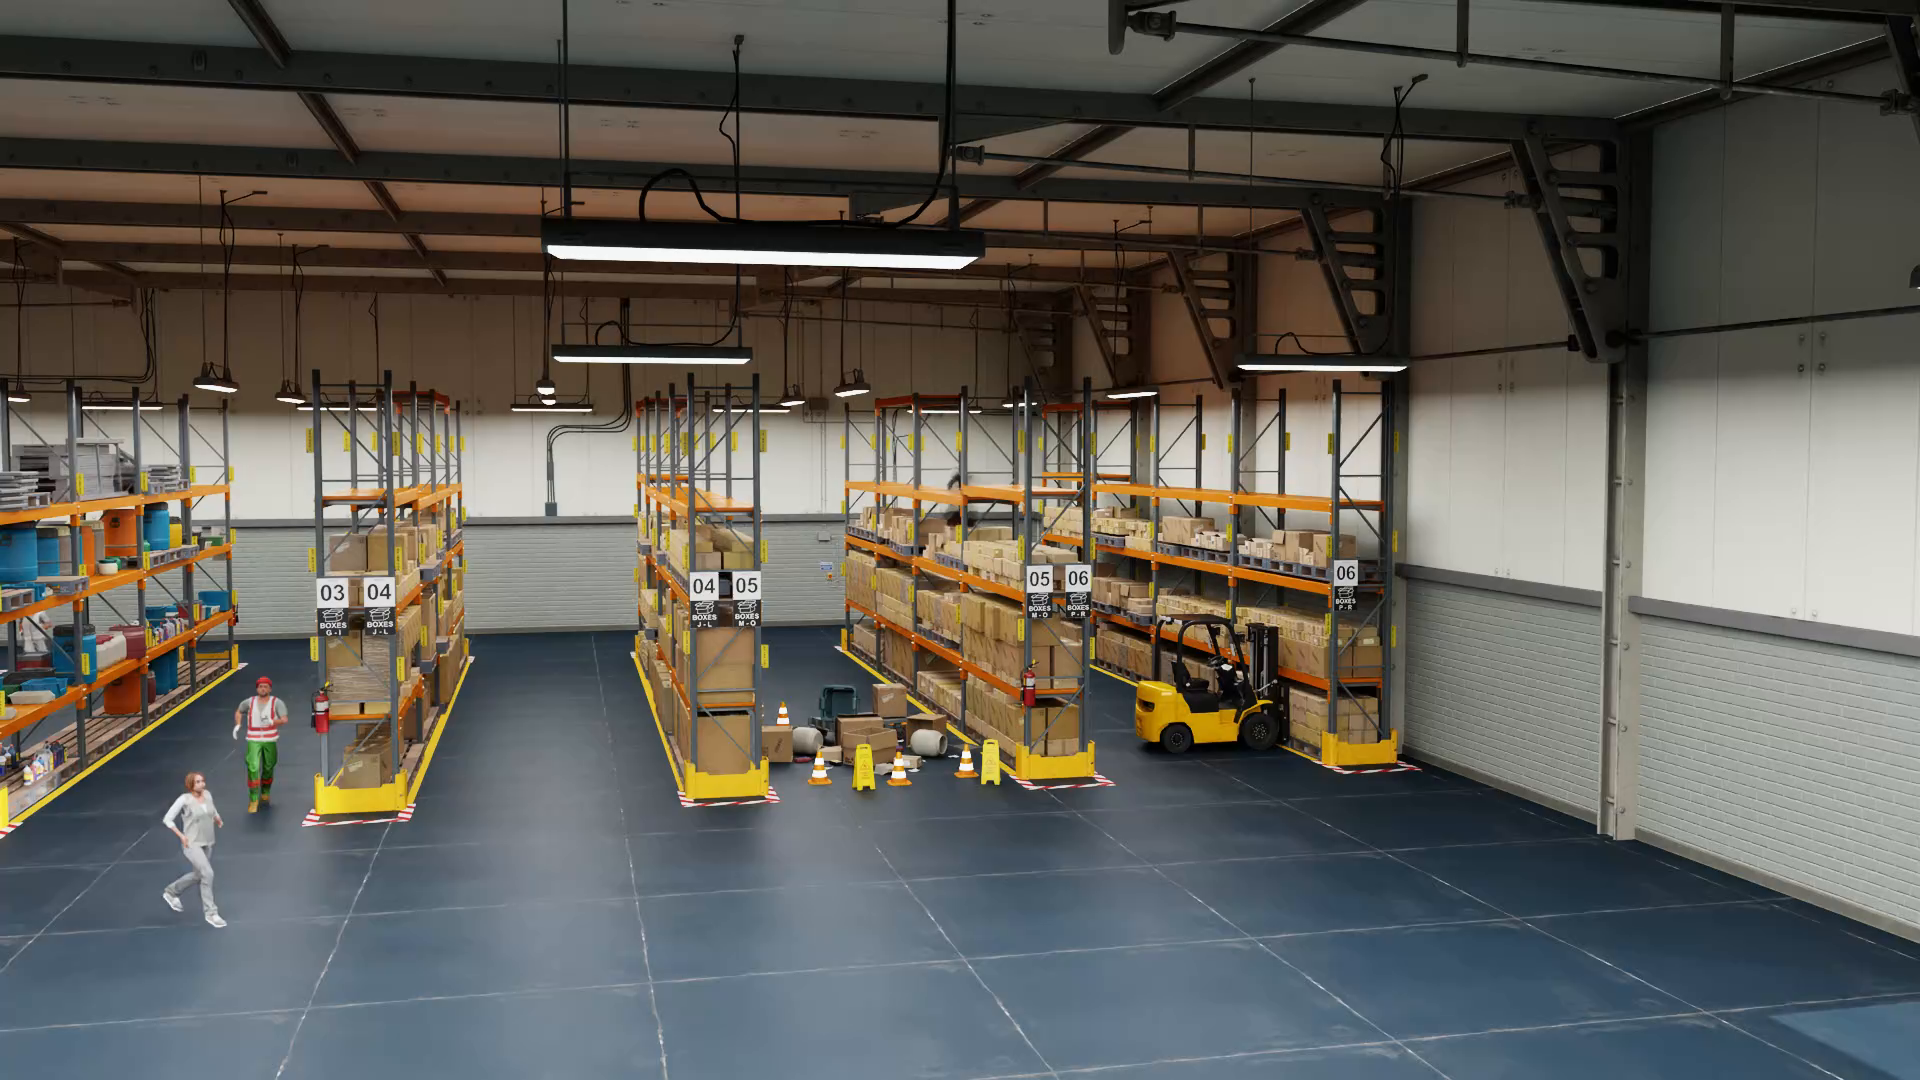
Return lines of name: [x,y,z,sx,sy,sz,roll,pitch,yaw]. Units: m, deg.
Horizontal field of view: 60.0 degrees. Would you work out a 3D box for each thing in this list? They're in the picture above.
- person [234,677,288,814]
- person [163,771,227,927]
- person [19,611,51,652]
person: [-9.600,2.799,22.849,0.695,1.838,0.713,-1,4,-23]
person: [-7.991,3.201,17.376,0.815,1.606,0.526,1,4,21]
person: [-19.252,2.106,34.584,0.658,1.807,0.881,-1,3,-15]
